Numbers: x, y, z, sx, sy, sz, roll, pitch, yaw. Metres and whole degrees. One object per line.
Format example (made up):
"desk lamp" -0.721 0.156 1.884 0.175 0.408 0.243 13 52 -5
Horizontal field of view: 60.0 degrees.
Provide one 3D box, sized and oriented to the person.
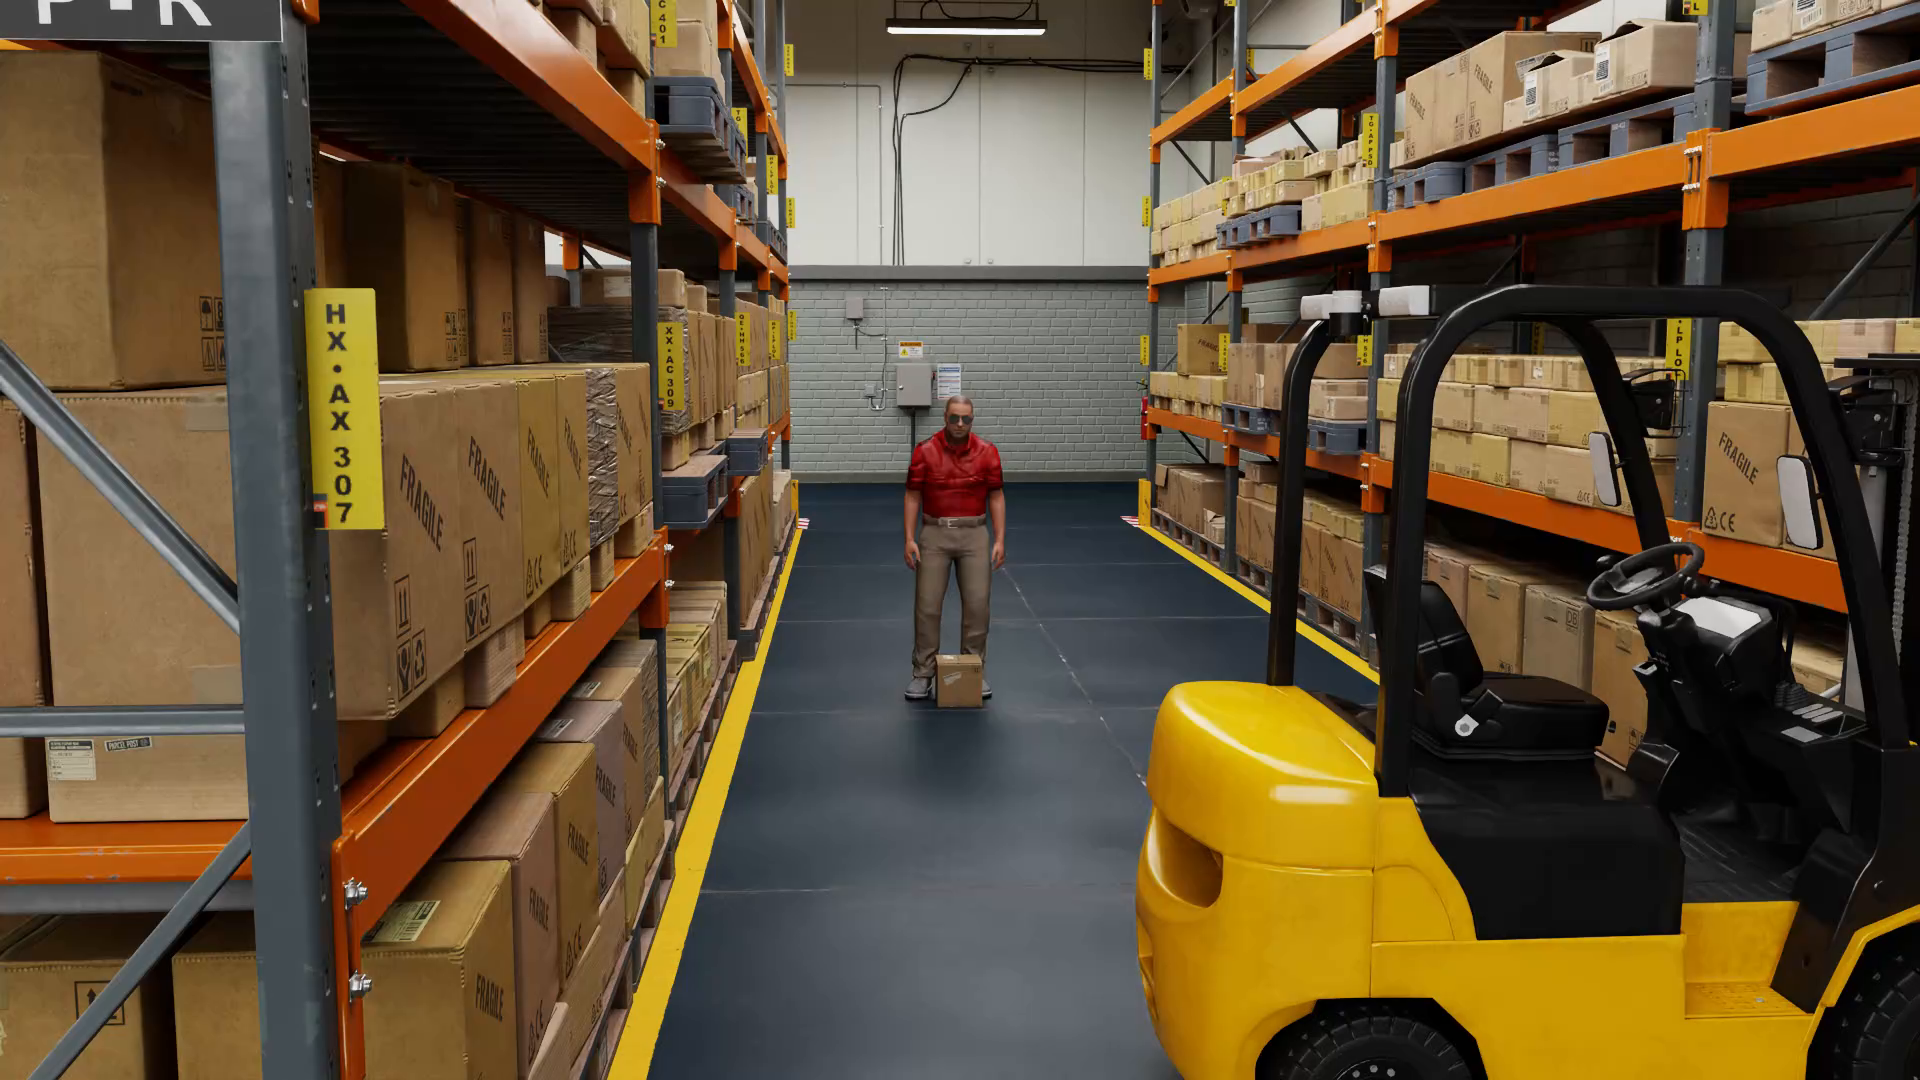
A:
"person" -0.031 0.030 9.549 0.591 1.726 0.388 -1 7 -5
